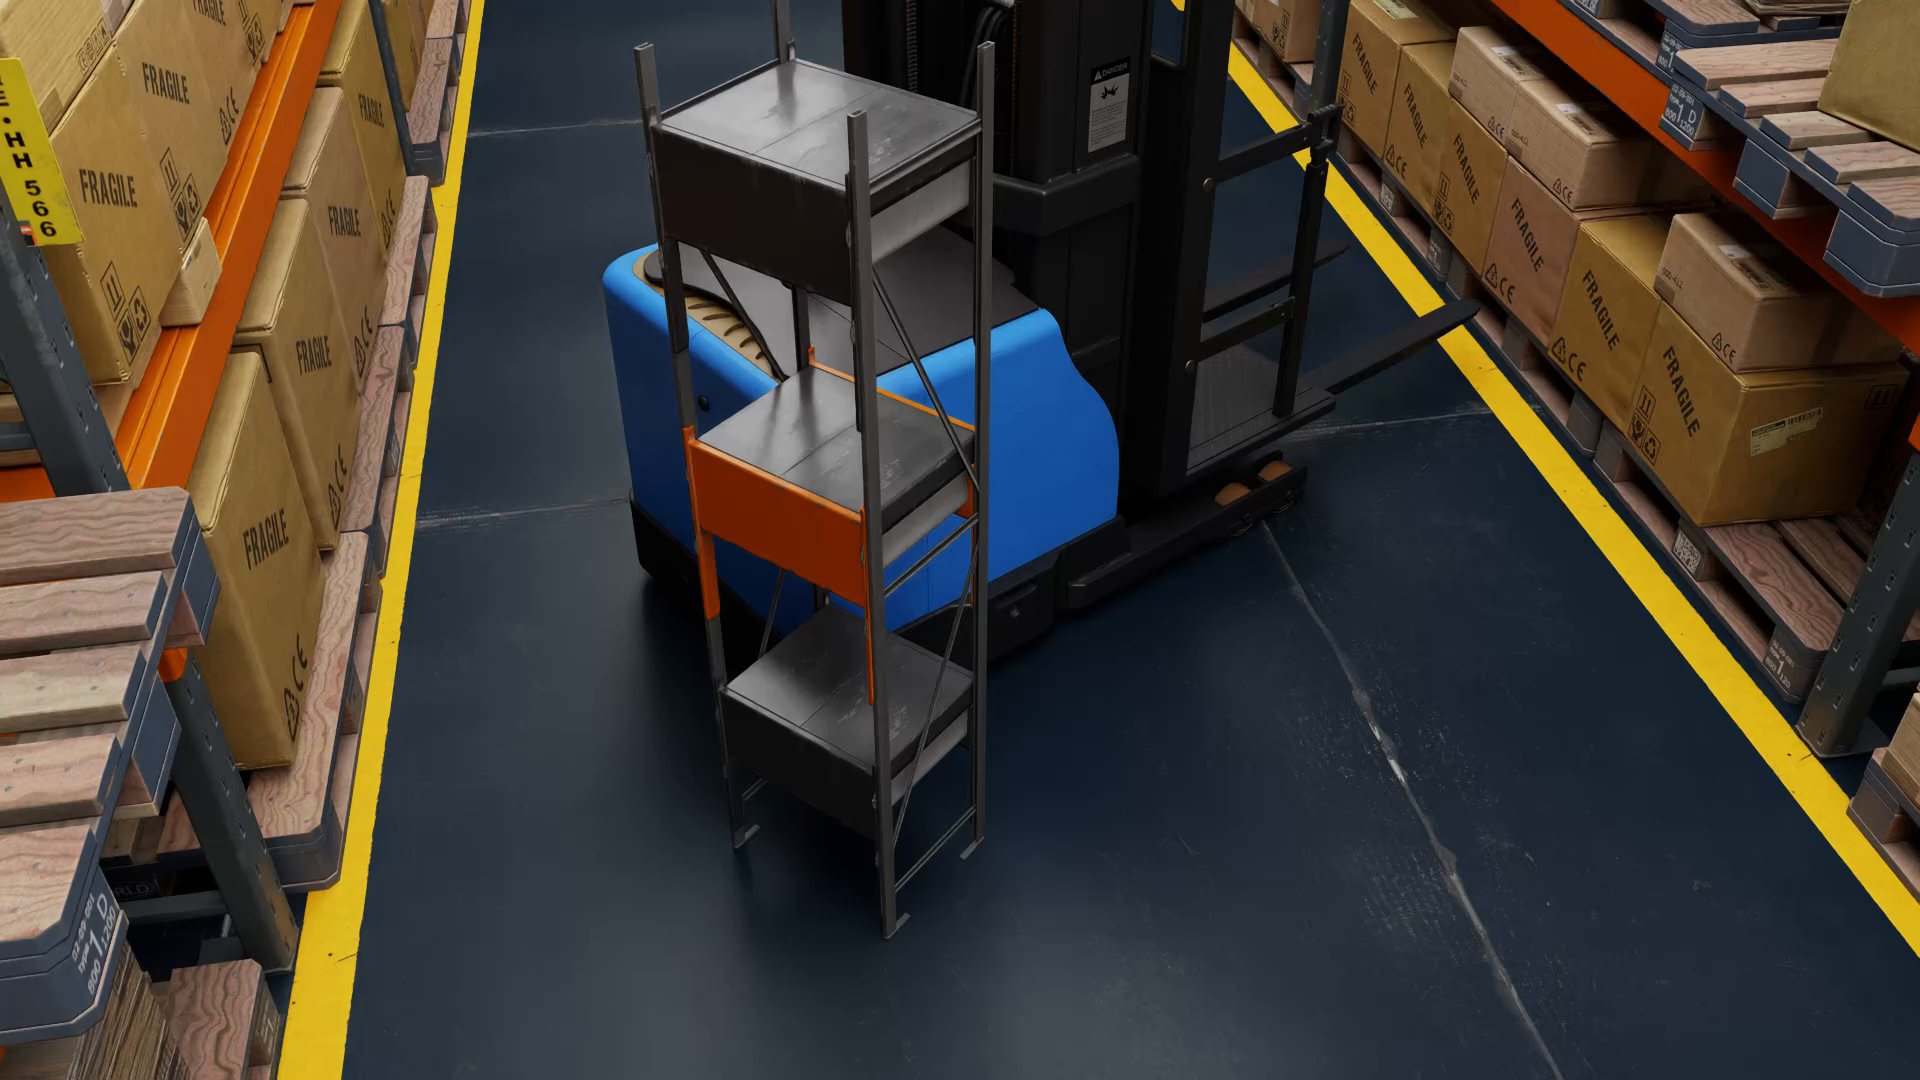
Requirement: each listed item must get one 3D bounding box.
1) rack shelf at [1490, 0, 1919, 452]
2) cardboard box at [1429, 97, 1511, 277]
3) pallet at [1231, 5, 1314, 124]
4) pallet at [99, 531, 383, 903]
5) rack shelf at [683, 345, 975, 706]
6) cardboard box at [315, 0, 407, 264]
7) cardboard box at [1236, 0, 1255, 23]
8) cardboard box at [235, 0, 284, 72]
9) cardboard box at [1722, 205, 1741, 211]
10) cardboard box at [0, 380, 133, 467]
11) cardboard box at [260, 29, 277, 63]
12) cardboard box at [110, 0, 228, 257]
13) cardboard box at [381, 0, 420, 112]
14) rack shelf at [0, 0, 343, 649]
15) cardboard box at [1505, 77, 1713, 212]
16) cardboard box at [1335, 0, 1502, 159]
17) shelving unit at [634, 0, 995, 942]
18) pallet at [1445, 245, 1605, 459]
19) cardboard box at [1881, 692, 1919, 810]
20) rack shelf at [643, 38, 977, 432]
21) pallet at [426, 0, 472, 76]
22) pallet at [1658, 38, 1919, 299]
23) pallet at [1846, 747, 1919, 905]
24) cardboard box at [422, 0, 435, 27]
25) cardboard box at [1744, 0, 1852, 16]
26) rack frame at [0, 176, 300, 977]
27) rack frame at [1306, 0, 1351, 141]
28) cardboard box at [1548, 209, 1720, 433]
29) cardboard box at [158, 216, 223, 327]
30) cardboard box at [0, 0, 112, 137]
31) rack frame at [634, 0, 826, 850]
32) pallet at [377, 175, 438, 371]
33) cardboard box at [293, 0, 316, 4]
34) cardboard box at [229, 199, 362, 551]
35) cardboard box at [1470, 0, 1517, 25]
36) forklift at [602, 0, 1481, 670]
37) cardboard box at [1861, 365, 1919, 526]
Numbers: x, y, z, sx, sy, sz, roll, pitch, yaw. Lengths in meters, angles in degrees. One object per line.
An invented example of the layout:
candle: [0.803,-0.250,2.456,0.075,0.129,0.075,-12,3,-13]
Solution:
rack shelf: [2.446,-1.603,5.455,1.077,0.370,4.000,-6,38,-8]
cardboard box: [2.124,-1.340,6.208,0.500,0.500,0.500,-6,38,-7]
pallet: [1.975,-2.409,8.178,1.003,0.211,1.213,-6,38,-8]
pallet: [-2.144,0.473,4.469,1.003,0.211,1.213,-6,38,-8]
rack shelf: [-0.259,-0.041,3.613,0.480,0.518,0.431,24,44,28]
cardboard box: [-2.539,-1.498,6.143,0.750,0.750,0.750,-6,38,-7]
cardboard box: [1.591,-2.677,8.215,0.380,0.149,0.250,-6,38,-8]
cardboard box: [-2.181,-1.561,4.473,0.500,0.500,0.500,-5,38,-7]
cardboard box: [2.817,-0.790,5.501,0.500,0.500,0.500,-7,38,-9]
cardboard box: [-1.910,-0.276,3.349,0.380,0.149,0.250,-7,38,-9]
cardboard box: [-2.264,-1.523,4.954,0.380,0.149,0.250,-7,38,-9]
cardboard box: [-1.996,-0.947,3.684,0.500,0.500,0.500,-5,38,-6]
cardboard box: [-2.812,-2.201,7.334,0.700,0.500,0.500,-6,38,-7]
rack shelf: [-2.431,-1.068,4.766,1.077,0.370,4.000,-6,38,-8]
cardboard box: [2.204,-1.352,5.614,0.500,0.250,0.500,-7,38,-9]
cardboard box: [1.940,-1.963,7.011,0.500,0.500,0.500,-8,39,-10]
shelving unit: [-0.259,-0.052,3.605,0.503,2.100,0.431,24,44,28]
pallet: [2.492,-0.768,6.067,1.003,0.211,1.213,-6,38,-8]
cardboard box: [2.599,0.589,3.946,0.500,0.250,0.500,-6,38,-8]
rack shelf: [-0.259,-0.594,3.184,0.480,0.518,0.431,24,44,28]
pallet: [-3.055,-2.665,8.508,1.003,0.211,1.213,-6,38,-8]
pallet: [2.608,-1.005,4.255,1.213,0.211,1.003,-6,38,-8]
pallet: [2.902,0.924,3.889,1.003,0.211,1.213,-6,38,-8]
cardboard box: [-2.984,-2.815,8.124,0.700,0.500,0.500,-5,38,-7]
cardboard box: [2.602,-1.826,4.731,0.700,0.500,0.500,0,38,1]
rack frame: [-2.080,-0.144,2.990,1.000,3.000,0.127,-6,38,-8]
rack frame: [2.095,-3.095,6.789,1.000,3.000,0.127,-6,38,-8]
cardboard box: [2.311,-0.718,5.408,0.500,0.500,0.500,-8,38,-10]
cardboard box: [-1.909,-0.599,3.765,0.380,0.149,0.250,-5,38,-7]
cardboard box: [-1.911,-0.924,3.043,0.500,0.250,0.500,-5,38,-7]
rack frame: [-0.455,-0.140,3.719,0.015,2.100,0.400,24,44,28]
pallet: [-2.572,-1.001,6.366,1.003,0.211,1.213,-6,38,-8]
cardboard box: [-2.271,-1.830,5.350,0.380,0.149,0.250,-6,38,-8]
cardboard box: [-2.227,-0.449,4.793,0.750,0.750,0.750,-6,38,-8]
cardboard box: [2.464,-2.014,7.077,0.500,0.500,0.500,-6,38,-8]
forklift: [0.486,-1.398,4.660,3.031,2.935,1.130,-26,45,-30]
cardboard box: [2.998,-0.171,4.704,0.500,0.500,0.500,-5,38,-6]
